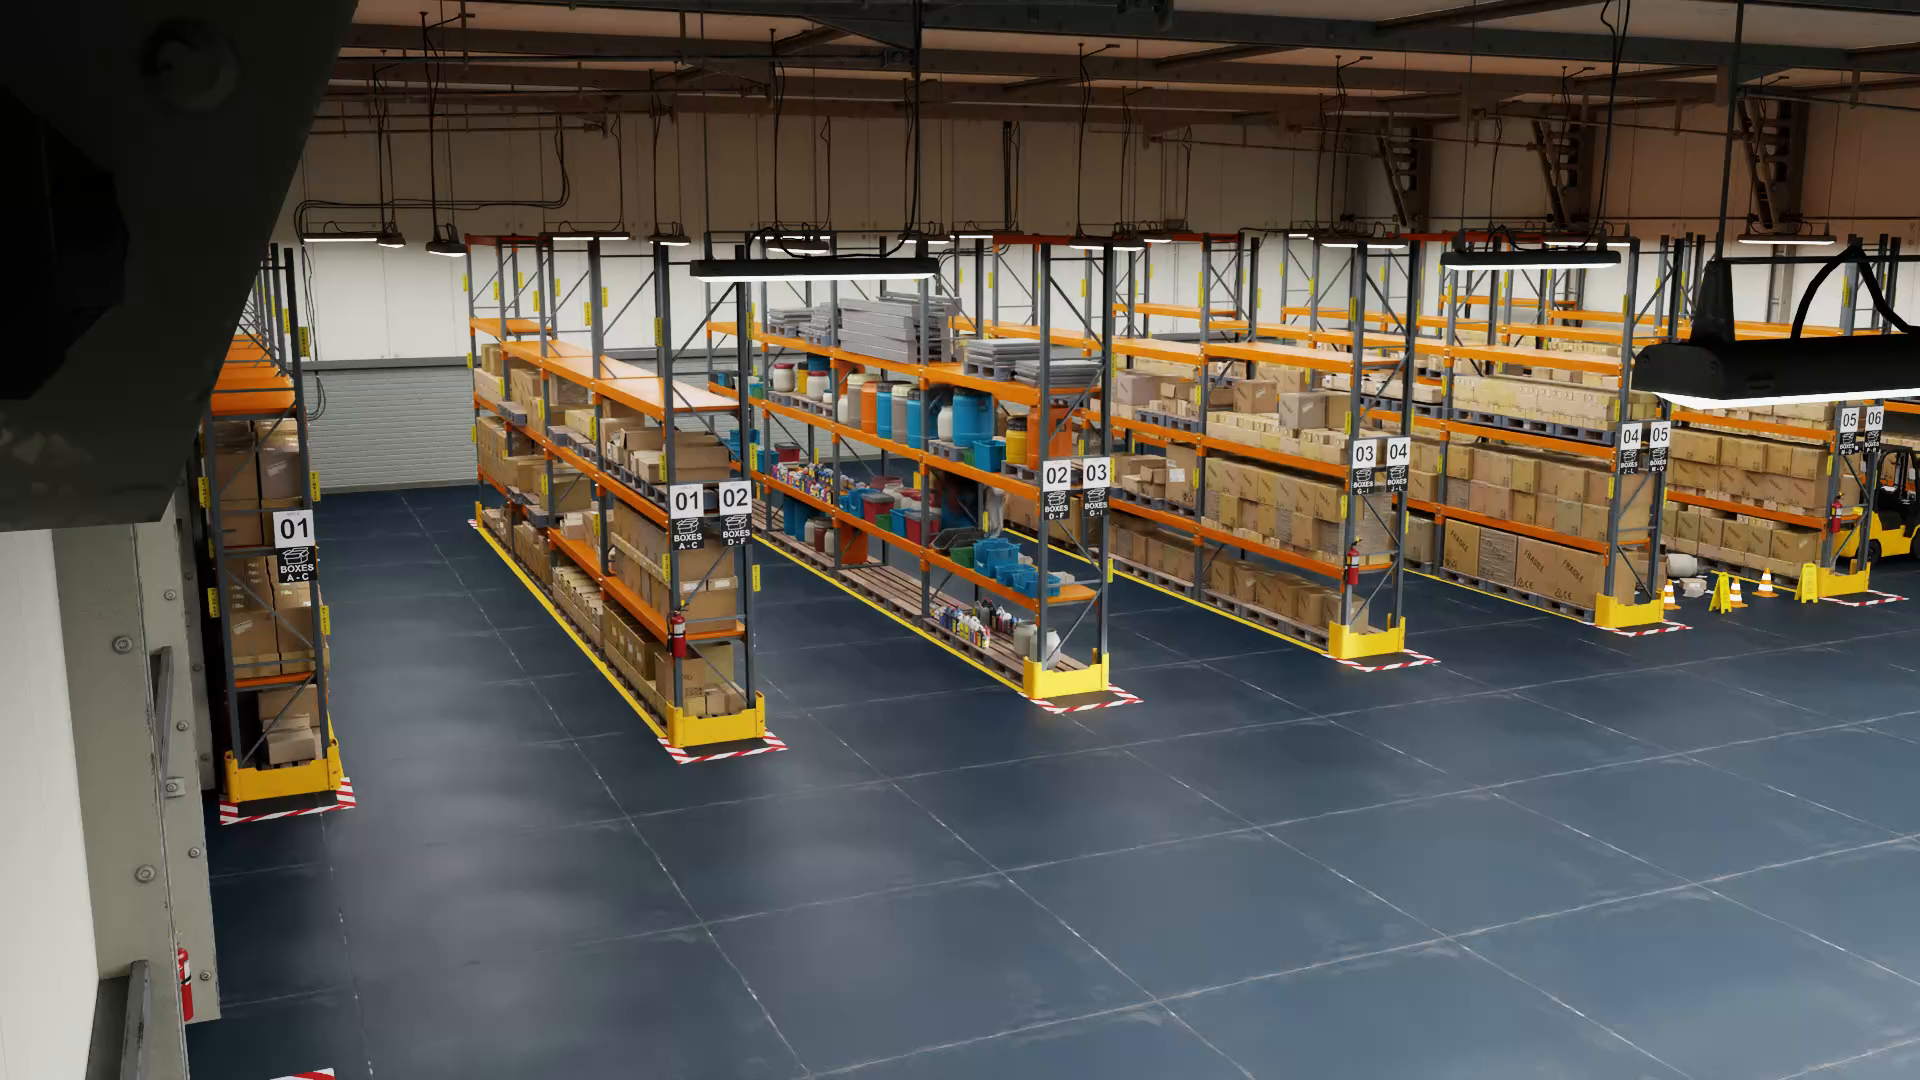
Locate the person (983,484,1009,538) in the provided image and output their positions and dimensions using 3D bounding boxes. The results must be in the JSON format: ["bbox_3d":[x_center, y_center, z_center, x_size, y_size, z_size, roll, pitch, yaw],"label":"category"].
[{"bbox_3d":[0.669,-0.596,32.108,0.554,1.600,0.703,-7,13,-32],"label":"person"}]
